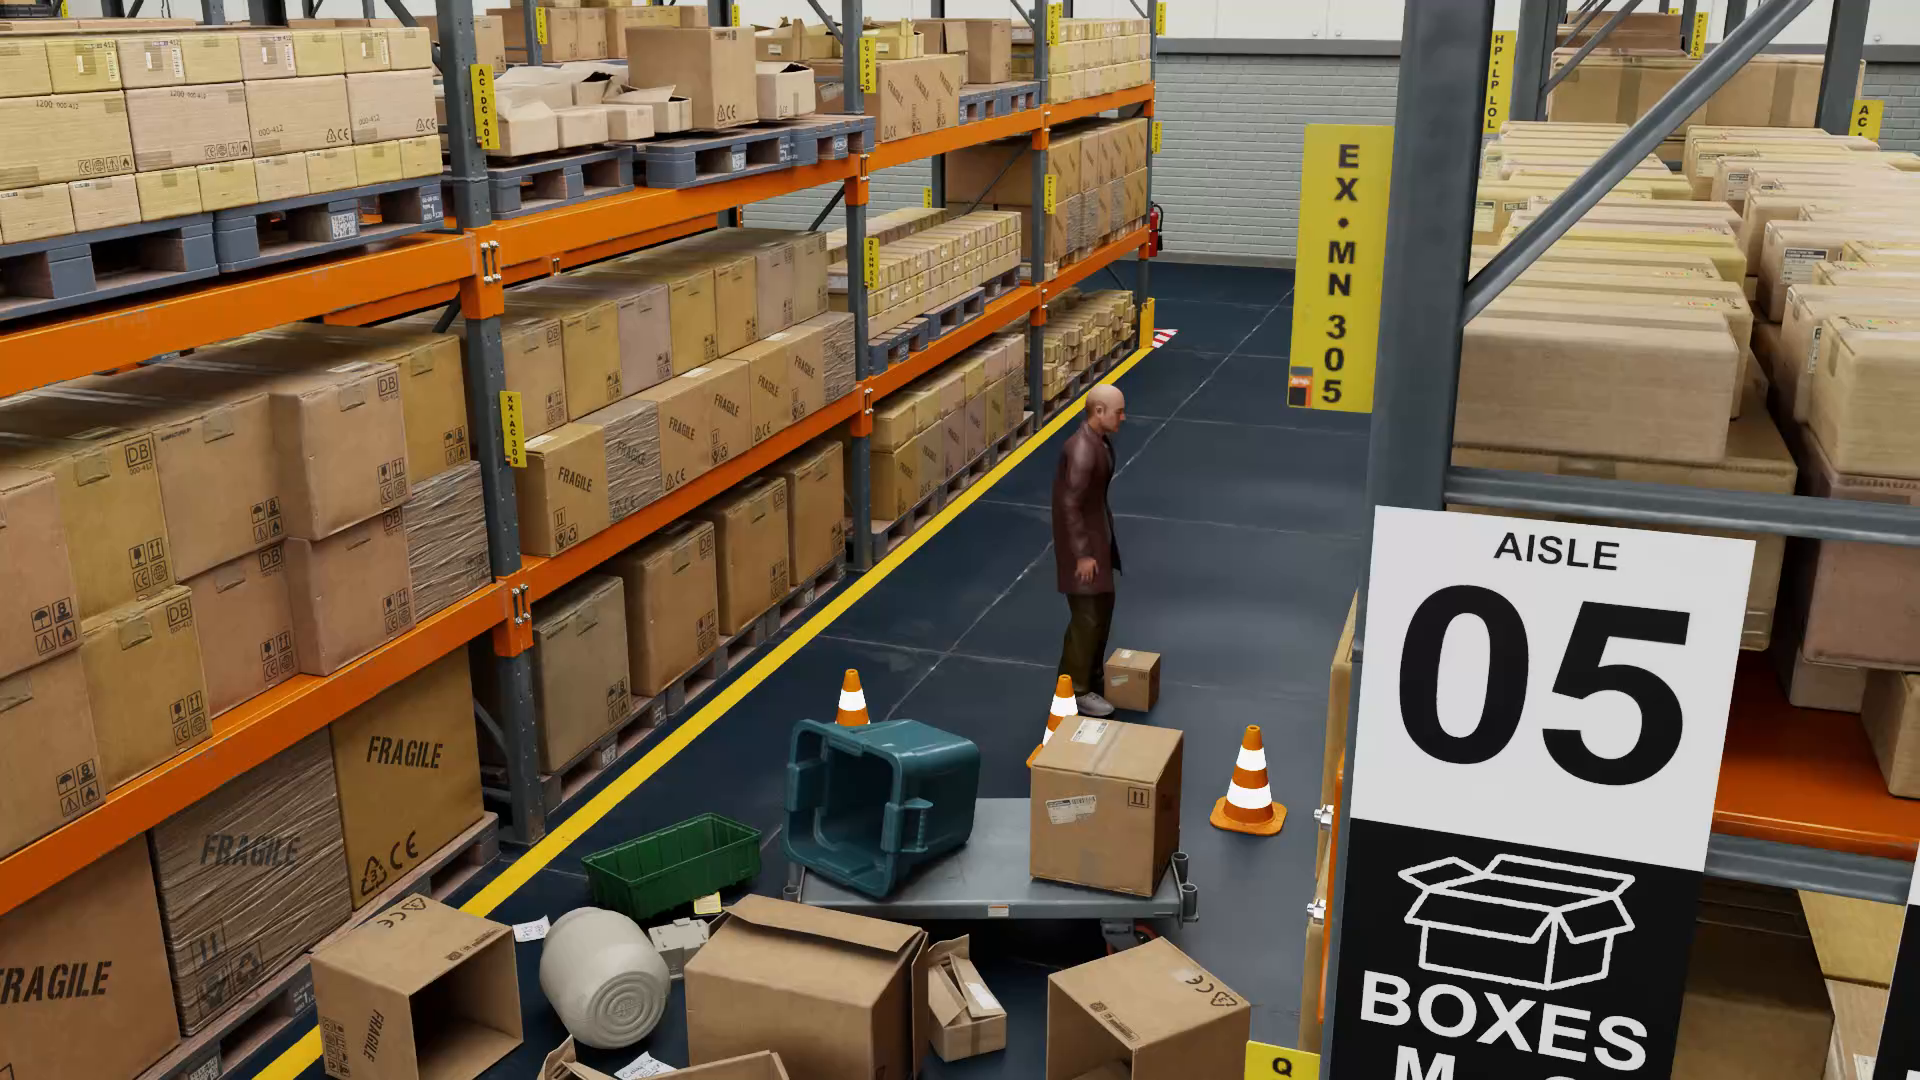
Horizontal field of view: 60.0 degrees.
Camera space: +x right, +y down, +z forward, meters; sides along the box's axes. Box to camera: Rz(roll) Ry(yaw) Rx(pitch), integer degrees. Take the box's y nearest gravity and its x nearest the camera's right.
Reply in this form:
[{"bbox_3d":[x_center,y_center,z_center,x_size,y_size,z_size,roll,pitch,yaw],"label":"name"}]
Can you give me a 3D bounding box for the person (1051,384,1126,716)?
[{"bbox_3d":[0.708,0.027,9.003,0.424,1.773,0.641,6,19,16],"label":"person"}]
